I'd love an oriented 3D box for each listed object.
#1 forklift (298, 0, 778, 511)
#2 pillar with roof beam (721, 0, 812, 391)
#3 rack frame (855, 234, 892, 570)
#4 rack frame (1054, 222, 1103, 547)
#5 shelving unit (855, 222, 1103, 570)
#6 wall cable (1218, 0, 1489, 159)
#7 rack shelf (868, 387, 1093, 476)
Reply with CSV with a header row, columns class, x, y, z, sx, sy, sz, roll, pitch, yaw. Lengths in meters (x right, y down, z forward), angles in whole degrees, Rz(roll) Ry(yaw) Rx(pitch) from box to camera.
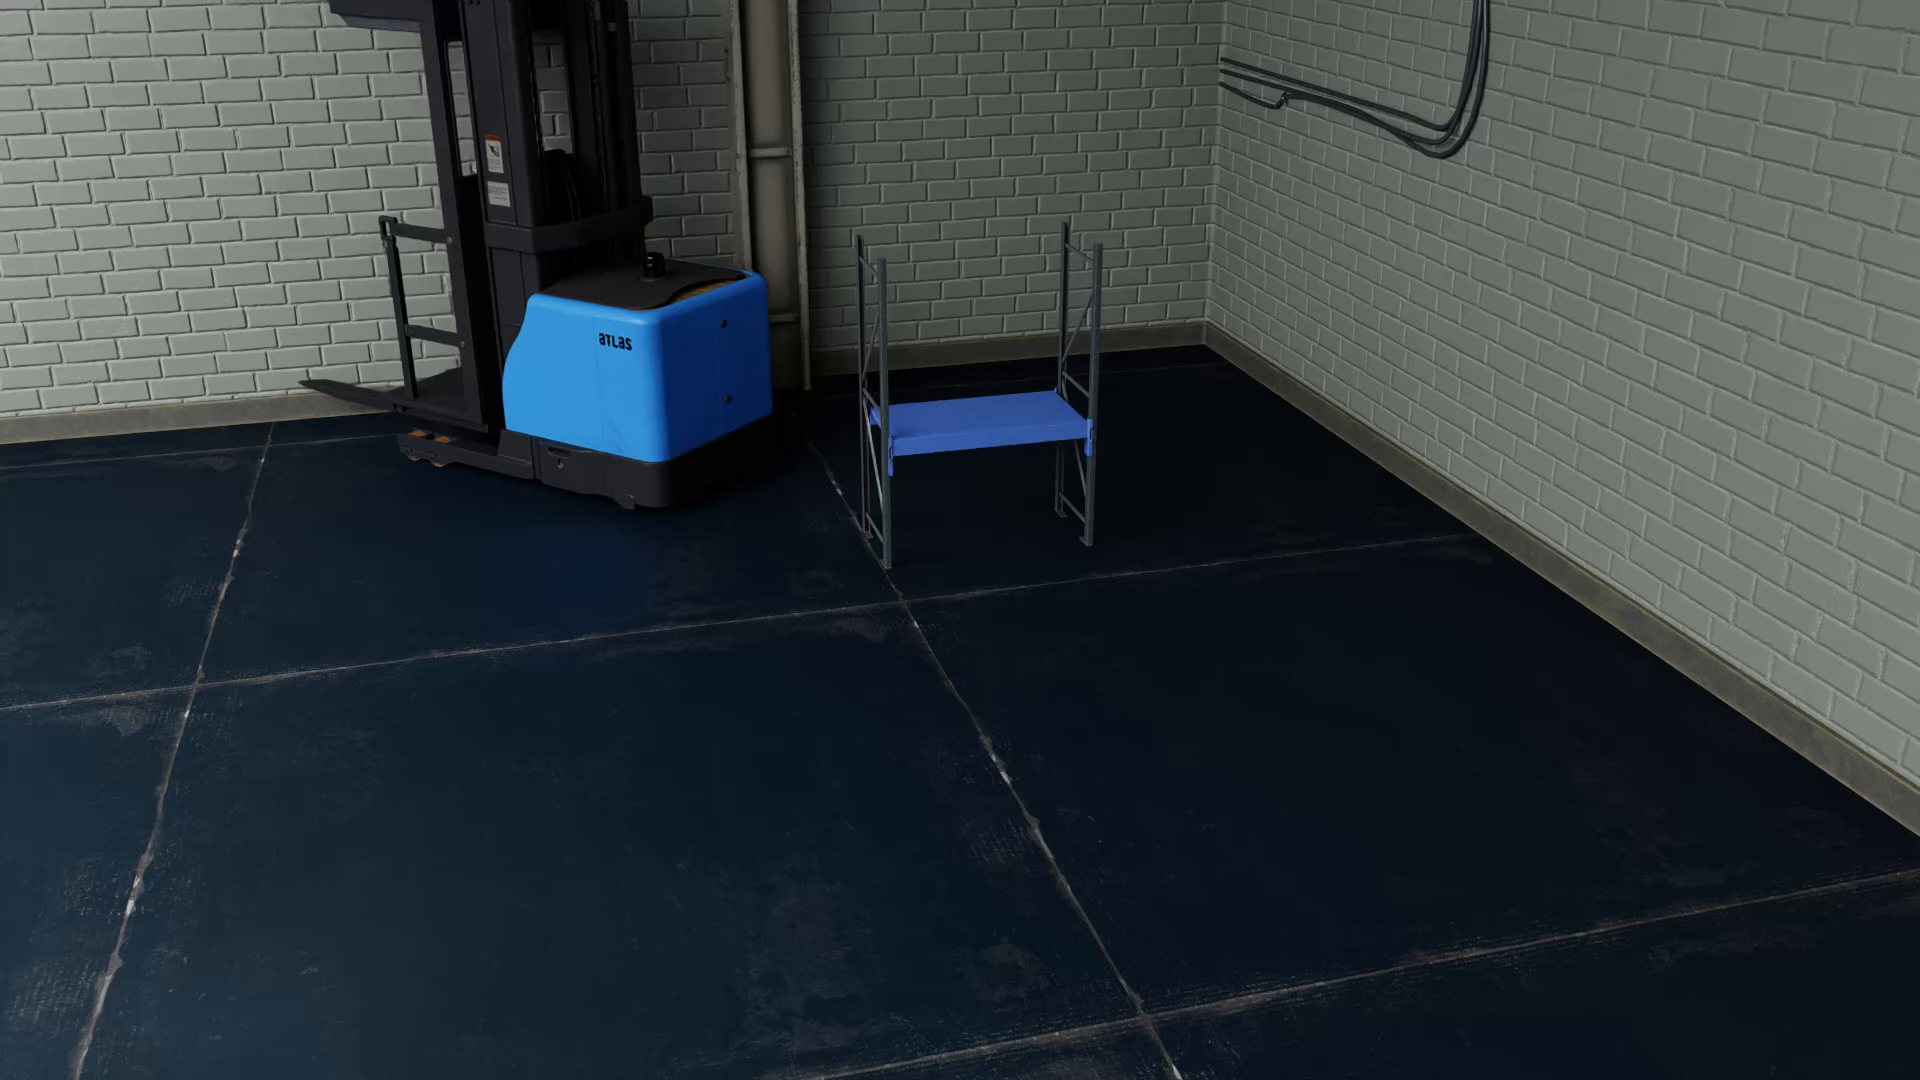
class,x,y,z,sx,sy,sz,roll,pitch,yaw
forklift,-2.536,-1.913,8.992,3.031,2.935,1.130,13,27,28
pillar with roof beam,0.003,-3.480,4.948,0.400,9.000,9.100,-6,24,-14
rack frame,-0.407,-0.644,7.849,0.032,1.500,0.500,-6,24,-14
rack frame,0.572,-0.752,8.102,0.032,1.500,0.500,-6,24,-14
shelving unit,0.082,-0.698,7.975,1.048,1.500,0.538,-6,24,-14
wall cable,2.034,-3.499,8.930,0.112,2.526,3.097,-6,24,-14
rack shelf,0.082,-0.533,8.046,1.000,0.185,0.538,-6,24,-14
